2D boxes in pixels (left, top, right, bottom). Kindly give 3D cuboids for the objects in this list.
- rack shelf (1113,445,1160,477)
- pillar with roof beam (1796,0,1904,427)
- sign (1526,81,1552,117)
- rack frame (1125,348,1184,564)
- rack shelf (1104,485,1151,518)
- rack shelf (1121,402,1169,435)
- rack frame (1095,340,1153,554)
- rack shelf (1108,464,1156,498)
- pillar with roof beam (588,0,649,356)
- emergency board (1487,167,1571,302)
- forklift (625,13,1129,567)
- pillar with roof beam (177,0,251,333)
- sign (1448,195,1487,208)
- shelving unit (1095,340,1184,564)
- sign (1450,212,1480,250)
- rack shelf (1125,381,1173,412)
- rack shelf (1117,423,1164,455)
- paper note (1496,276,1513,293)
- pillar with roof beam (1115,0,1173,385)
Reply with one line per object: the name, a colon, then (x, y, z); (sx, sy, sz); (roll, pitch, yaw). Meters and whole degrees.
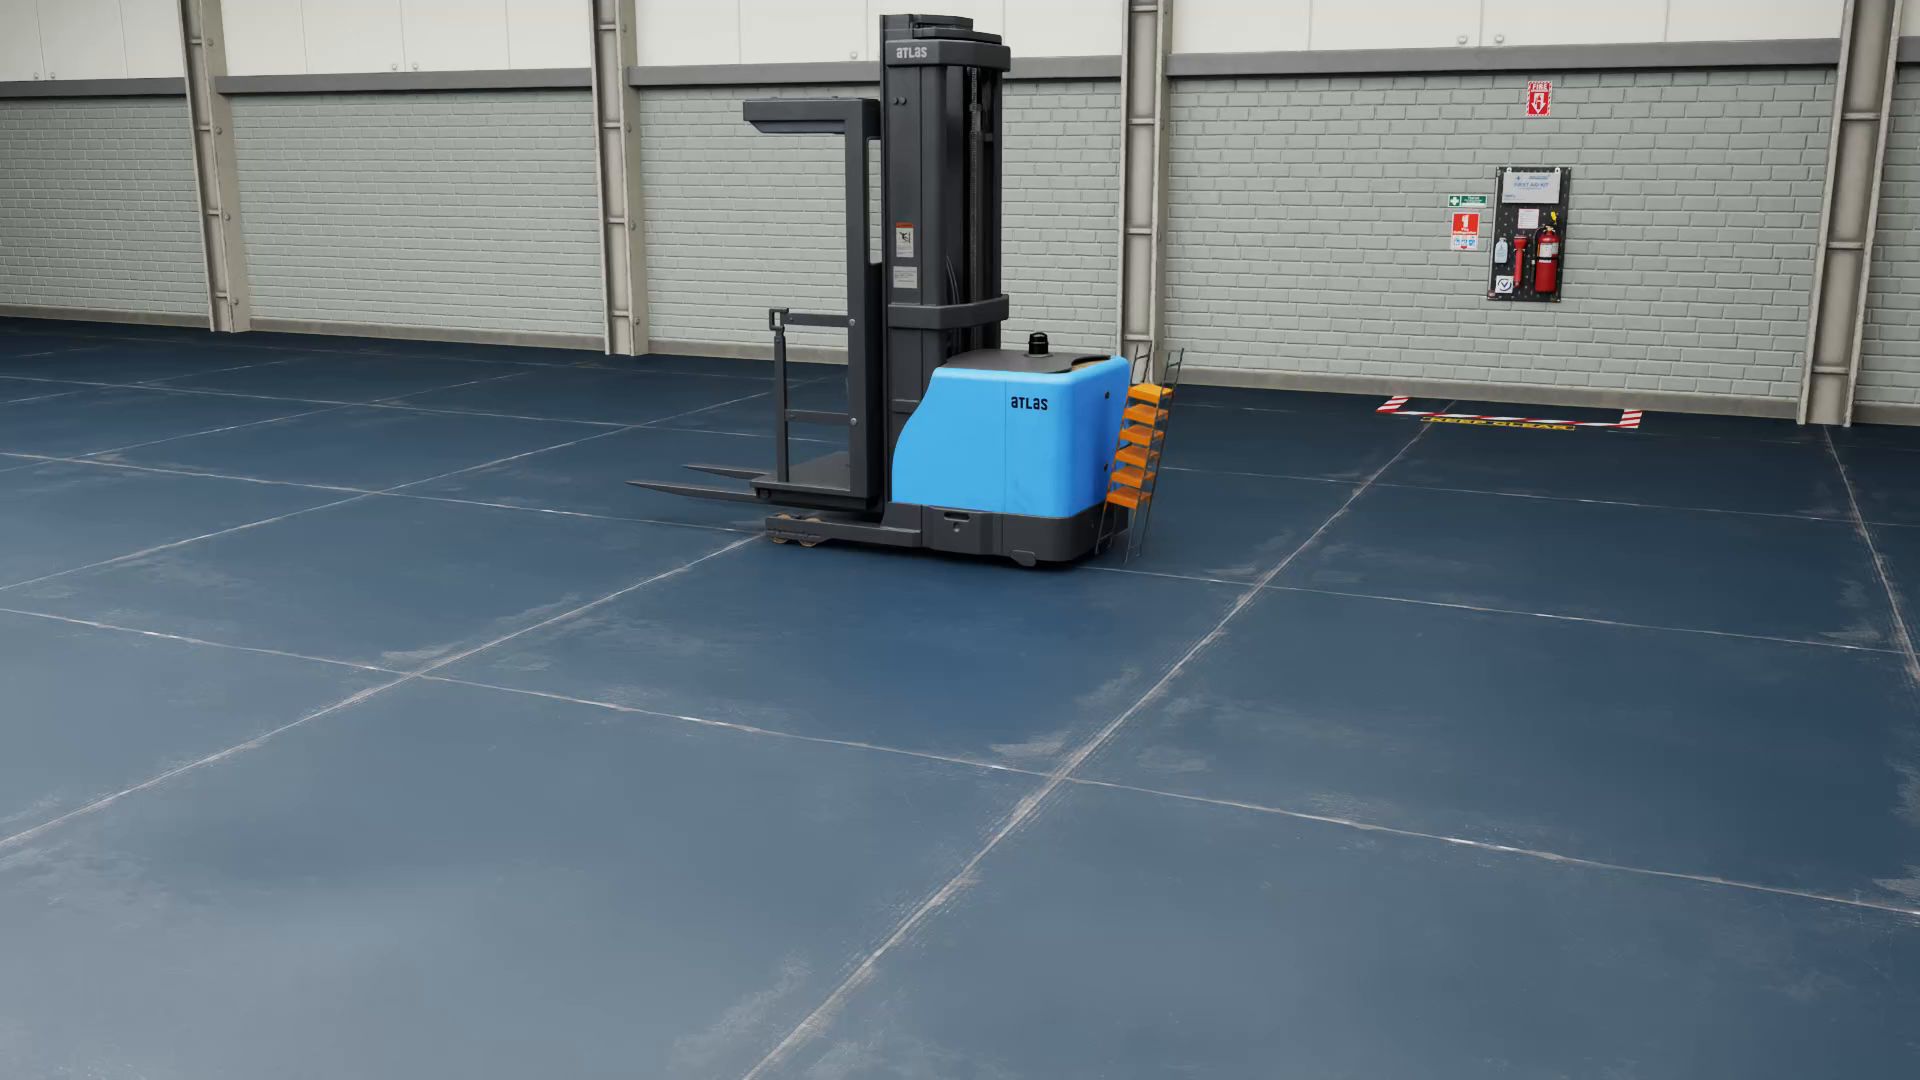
rack shelf: (0.978, -0.441, 9.165); (0.180, 0.103, 0.258); (17, 19, 22)
pillar with roof beam: (5.495, -4.466, 9.087); (0.400, 9.000, 9.100); (6, 14, 23)
sign: (5.027, -3.831, 14.440); (0.199, 0.298, 0.001); (6, 14, 23)
rack frame: (1.066, -0.458, 9.117); (0.006, 1.200, 0.240); (17, 19, 22)
rack shelf: (0.938, -0.216, 9.238); (0.180, 0.103, 0.258); (17, 19, 22)
rack shelf: (1.017, -0.667, 9.092); (0.180, 0.103, 0.258); (17, 19, 22)
rack frame: (0.904, -0.508, 9.187); (0.006, 1.200, 0.240); (17, 19, 22)
rack shelf: (0.958, -0.329, 9.201); (0.180, 0.103, 0.258); (17, 19, 22)
pillar with roof beam: (-5.477, -5.576, 13.819); (0.400, 9.000, 9.100); (6, 14, 23)
emergency board: (4.994, -2.681, 14.613); (0.643, 1.169, 0.194); (6, 14, 23)
forklift: (-0.569, -1.489, 9.685); (3.031, 2.935, 1.130); (6, 15, 25)
pillar with roof beam: (-10.963, -6.131, 16.185); (0.400, 9.000, 9.100); (6, 14, 23)
sign: (4.531, -3.026, 14.848); (0.331, 0.109, 0.001); (6, 14, 23)
shelving unit: (0.985, -0.483, 9.152); (0.189, 1.200, 0.258); (17, 19, 22)
sign: (4.531, -2.771, 14.919); (0.234, 0.329, 0.001); (6, 14, 23)
rack shelf: (1.037, -0.779, 9.056); (0.180, 0.103, 0.258); (17, 19, 22)
rack shelf: (0.997, -0.554, 9.129); (0.180, 0.103, 0.258); (17, 19, 22)
paper note: (4.861, -2.283, 14.845); (0.142, 0.148, 0.016); (6, 14, 23)
pillar with roof beam: (0.009, -5.021, 11.453); (0.400, 9.000, 9.100); (6, 14, 23)
